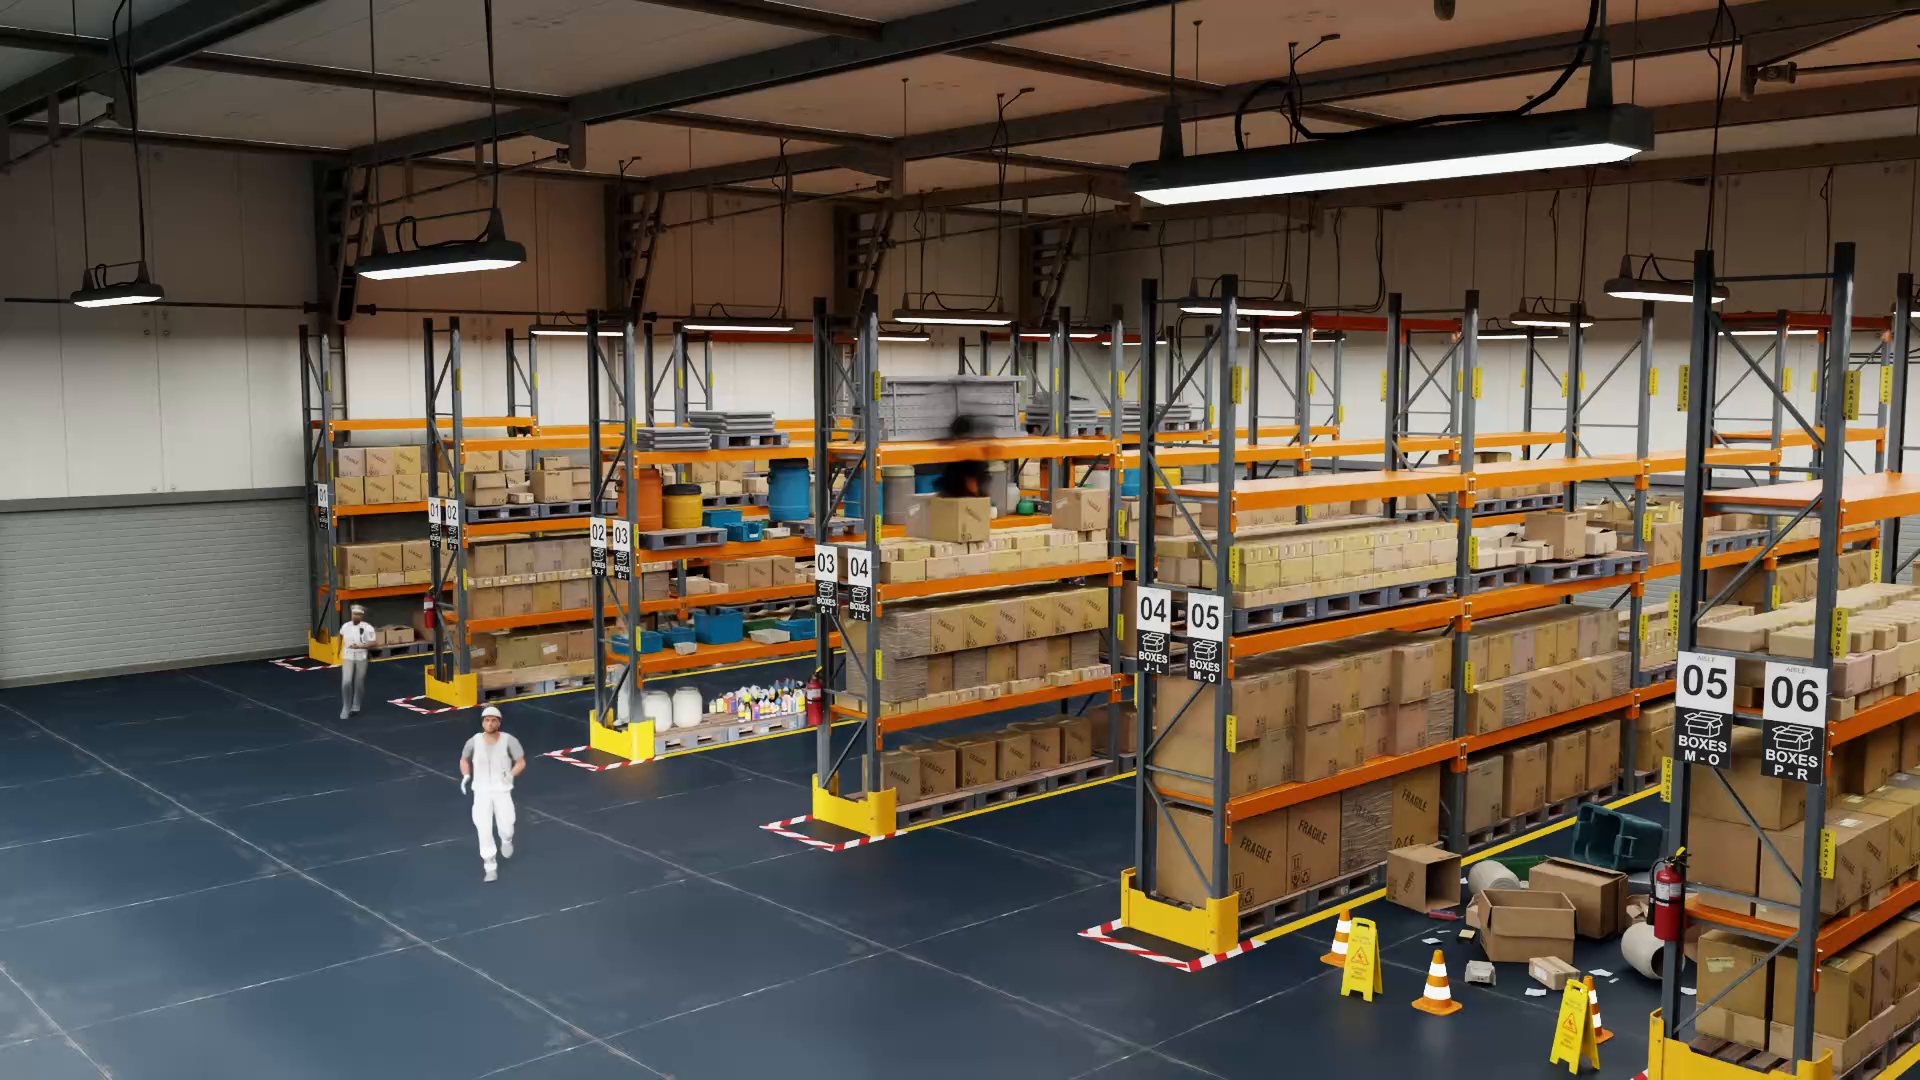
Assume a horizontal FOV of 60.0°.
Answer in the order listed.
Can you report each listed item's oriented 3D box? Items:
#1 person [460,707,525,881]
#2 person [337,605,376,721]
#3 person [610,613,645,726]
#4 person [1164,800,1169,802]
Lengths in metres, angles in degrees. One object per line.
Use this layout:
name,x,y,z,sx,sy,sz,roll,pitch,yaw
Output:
person,-4.801,2.575,17.079,0.663,1.749,0.779,-1,6,-9
person,-9.048,1.812,24.953,0.568,1.723,0.677,-2,6,-15
person,-4.850,1.892,24.487,0.634,1.645,0.566,-5,8,-41
person,2.449,2.506,18.404,0.586,1.637,0.633,4,7,36
